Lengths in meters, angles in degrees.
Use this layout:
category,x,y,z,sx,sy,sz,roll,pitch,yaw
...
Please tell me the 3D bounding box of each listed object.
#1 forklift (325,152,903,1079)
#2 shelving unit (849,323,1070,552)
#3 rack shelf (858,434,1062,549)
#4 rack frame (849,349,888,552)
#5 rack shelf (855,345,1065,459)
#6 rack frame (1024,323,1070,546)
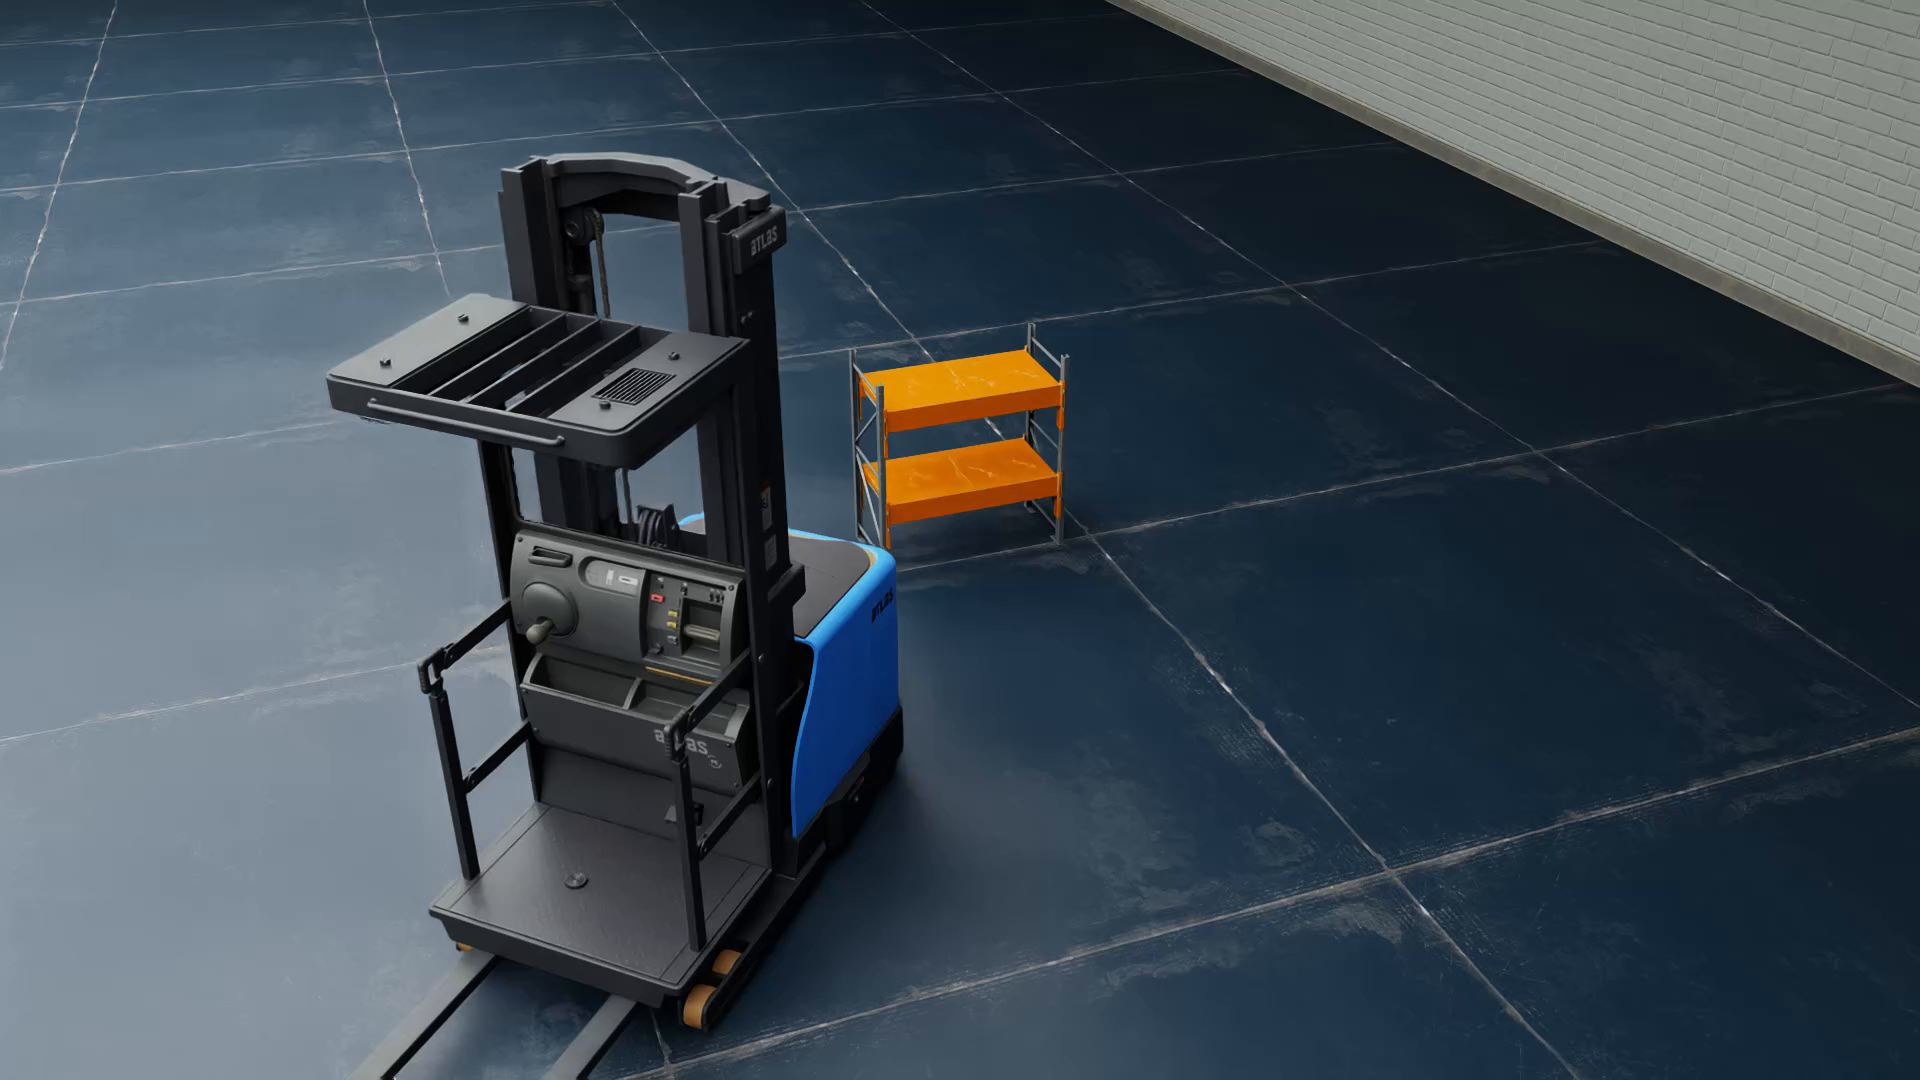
category,x,y,z,sx,sy,sz,roll,pitch,yaw
forklift,-1.291,0.282,5.794,1.130,2.935,3.031,12,32,20
shelving unit,-0.006,-0.488,8.969,1.048,1.125,0.538,-10,31,-18
rack shelf,-0.006,-0.275,9.091,1.000,0.278,0.538,-10,31,-18
rack frame,-0.483,-0.400,8.815,0.032,1.125,0.500,-10,31,-18
rack shelf,-0.006,-0.742,8.825,1.000,0.278,0.538,-10,31,-18
rack frame,0.470,-0.575,9.124,0.032,1.125,0.500,-10,31,-18
